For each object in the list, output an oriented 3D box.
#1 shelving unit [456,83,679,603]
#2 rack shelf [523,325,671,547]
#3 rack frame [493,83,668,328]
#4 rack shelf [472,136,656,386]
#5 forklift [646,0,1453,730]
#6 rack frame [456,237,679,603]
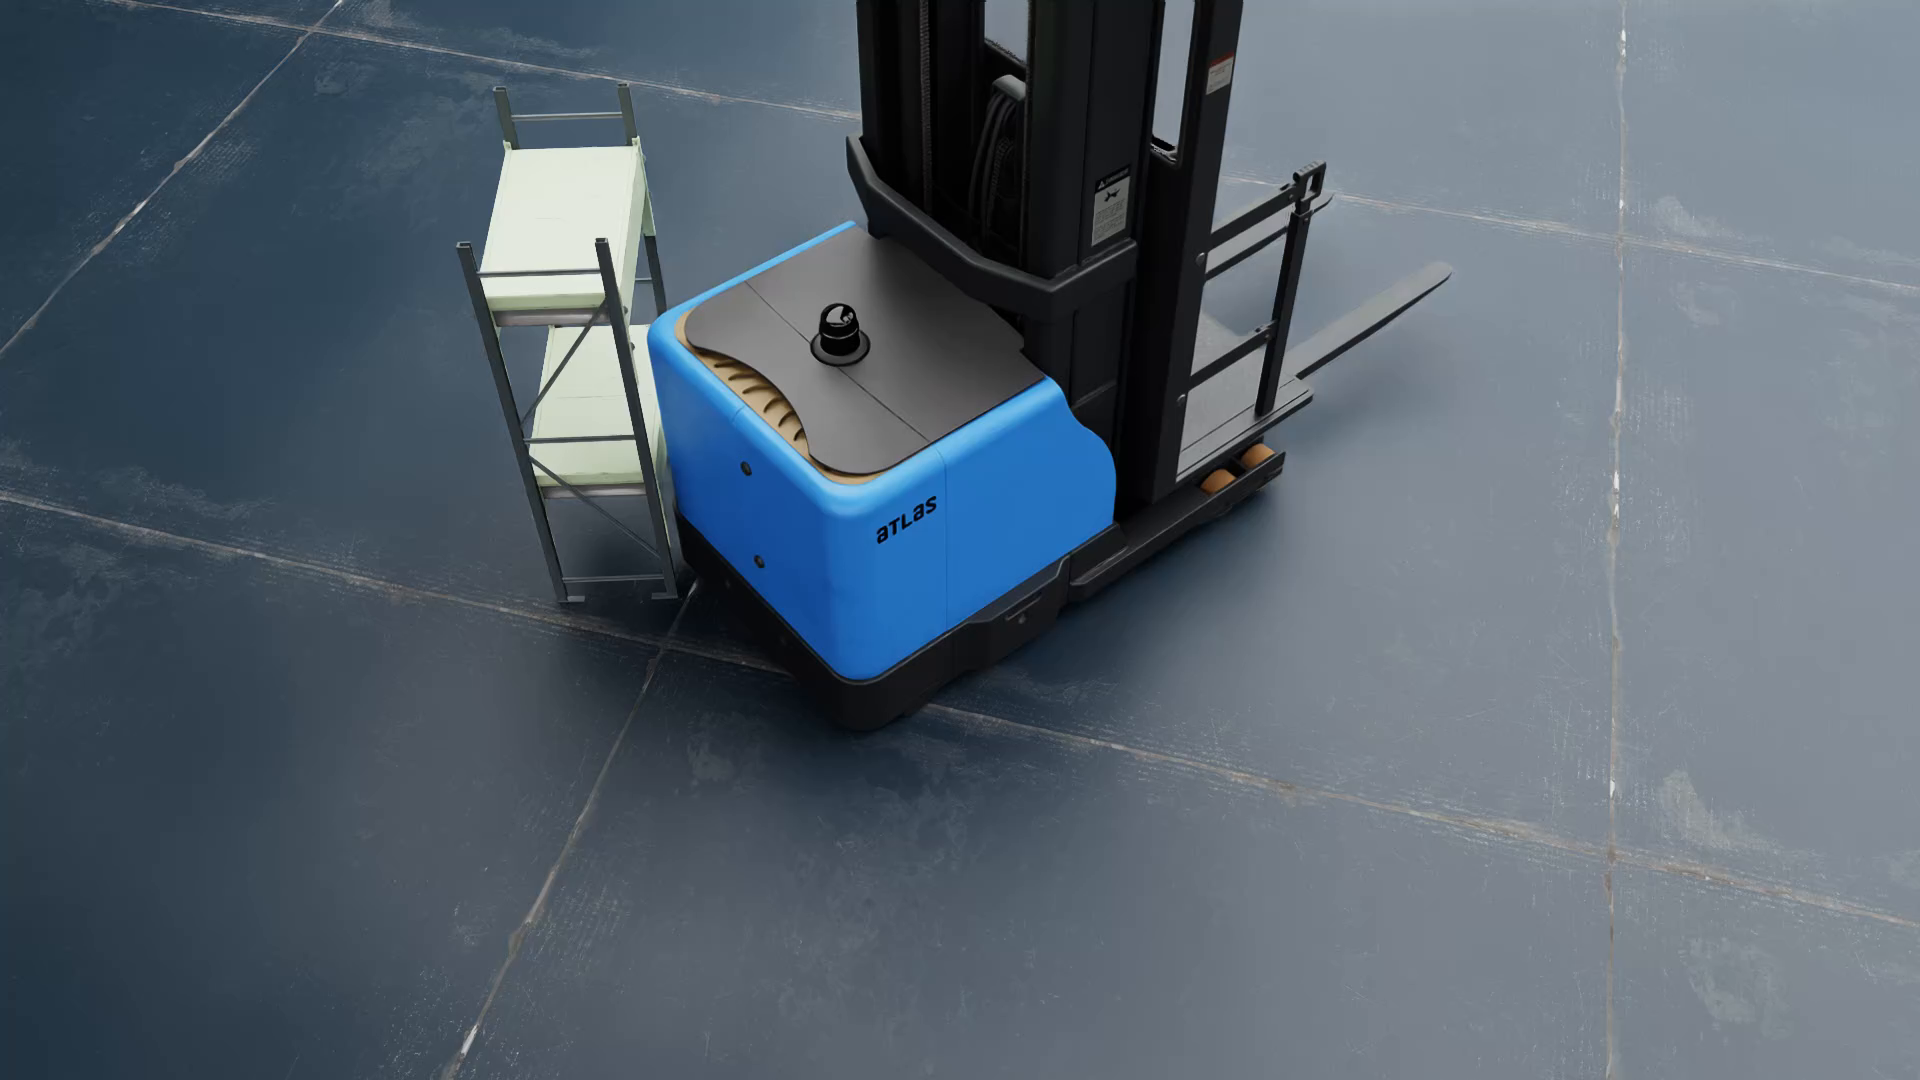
[{"bbox_3d":[-1.164,-0.575,5.257,0.431,1.500,0.755,-2,49,-2],"label":"shelving unit"},{"bbox_3d":[-1.164,-0.359,5.501,0.431,0.370,0.720,-2,49,-2],"label":"rack shelf"},{"bbox_3d":[-1.184,-0.849,5.499,0.400,1.500,0.023,-2,49,-2],"label":"rack frame"},{"bbox_3d":[-1.164,-0.833,4.964,0.431,0.370,0.720,-2,49,-2],"label":"rack shelf"},{"bbox_3d":[0.515,-1.329,4.968,3.031,2.935,1.130,-32,56,-25],"label":"forklift"},{"bbox_3d":[-1.145,-0.301,5.015,0.400,1.500,0.023,-2,49,-2],"label":"rack frame"}]
